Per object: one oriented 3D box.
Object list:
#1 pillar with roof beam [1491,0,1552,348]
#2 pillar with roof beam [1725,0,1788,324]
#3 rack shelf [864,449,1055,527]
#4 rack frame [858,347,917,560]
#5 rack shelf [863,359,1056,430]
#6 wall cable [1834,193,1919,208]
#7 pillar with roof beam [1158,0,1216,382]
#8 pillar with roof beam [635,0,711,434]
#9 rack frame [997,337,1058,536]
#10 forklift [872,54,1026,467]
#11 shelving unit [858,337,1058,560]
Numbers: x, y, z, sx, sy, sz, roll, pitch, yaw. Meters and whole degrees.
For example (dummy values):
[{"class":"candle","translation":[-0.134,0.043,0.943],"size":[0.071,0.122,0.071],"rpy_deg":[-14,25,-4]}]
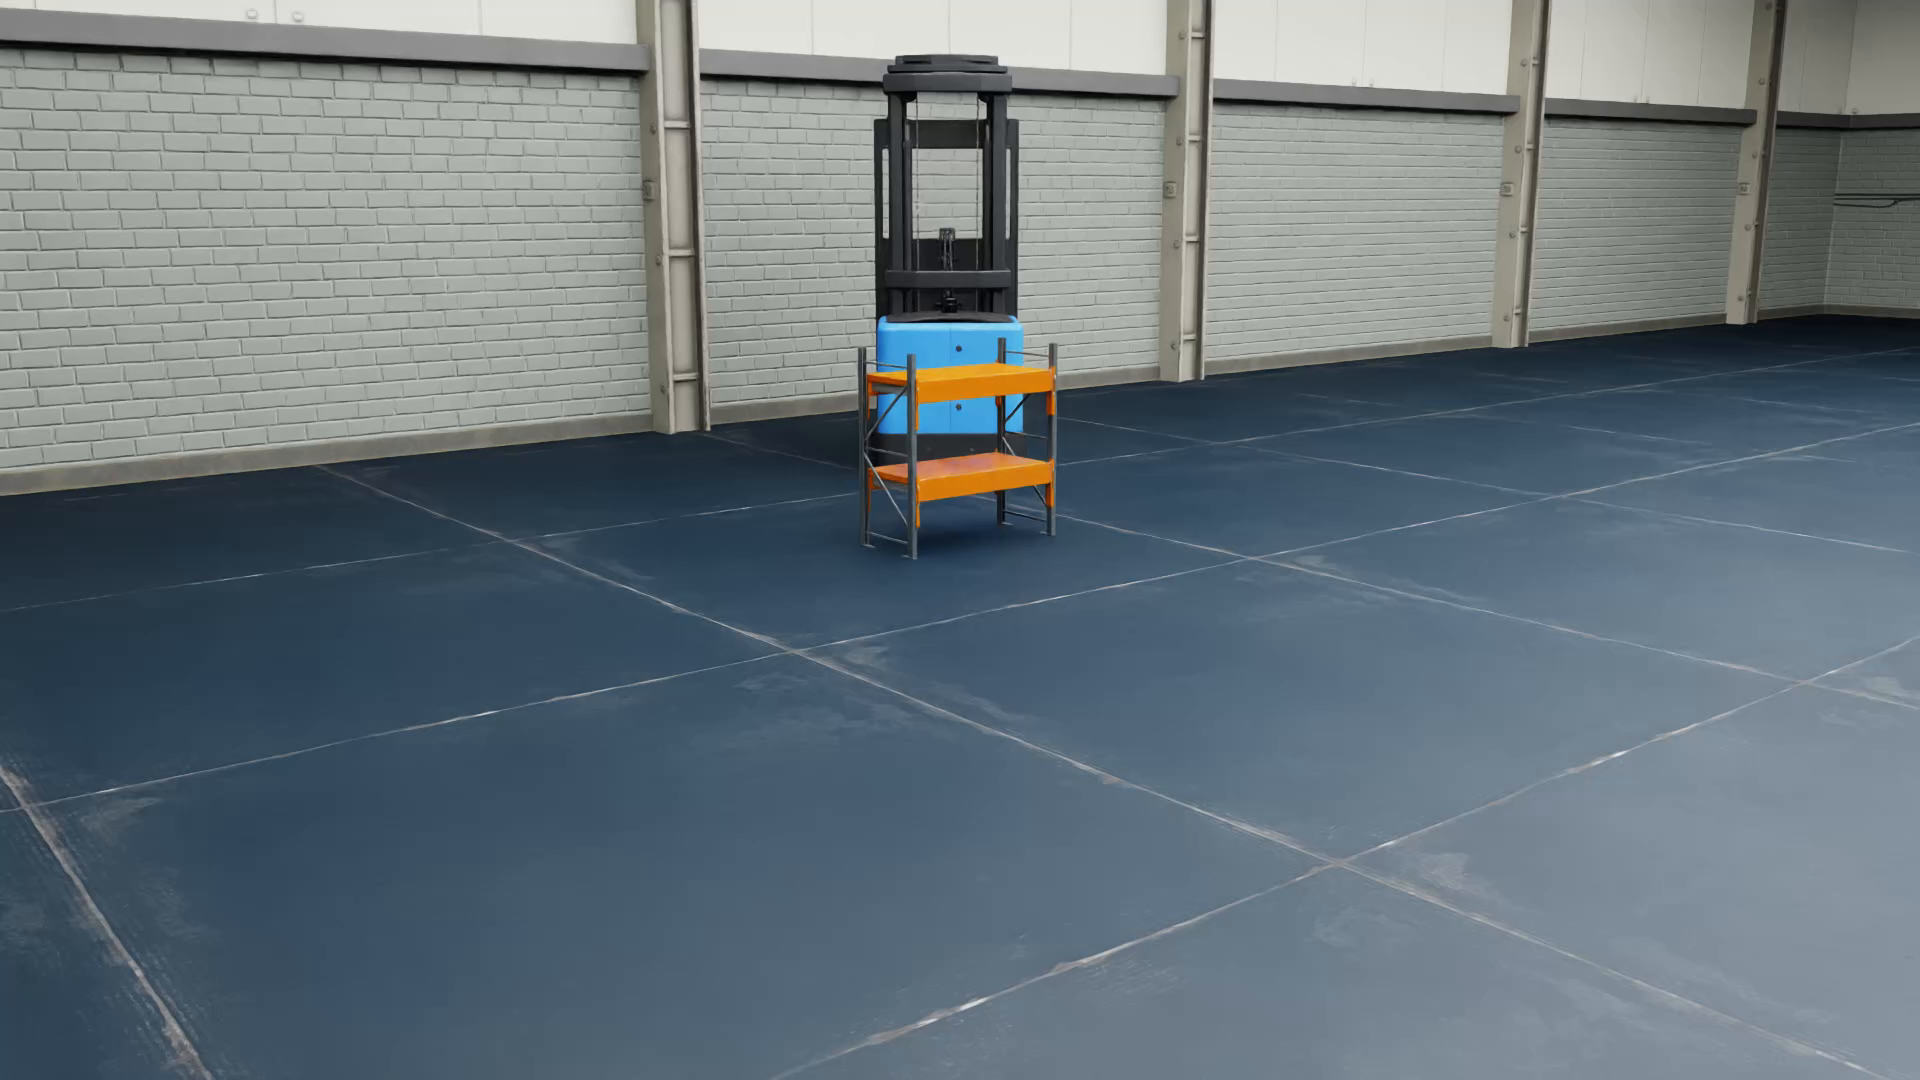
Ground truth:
[{"class":"pillar with roof beam","translation":[9.719,-6.183,17.080],"size":[0.400,9.000,9.100],"rpy_deg":[-9,15,-38]},{"class":"pillar with roof beam","translation":[14.405,-6.961,20.747],"size":[0.400,9.000,9.100],"rpy_deg":[-9,15,-38]},{"class":"rack shelf","translation":[-0.005,-0.310,9.559],"size":[1.000,0.278,0.538],"rpy_deg":[-9,15,-38]},{"class":"rack frame","translation":[-0.402,-0.483,9.197],"size":[0.032,1.125,0.500],"rpy_deg":[-9,15,-38]},{"class":"rack shelf","translation":[-0.005,-0.836,9.447],"size":[1.000,0.278,0.538],"rpy_deg":[-9,15,-38]},{"class":"wall cable","translation":[14.842,-6.308,25.148],"size":[0.112,2.526,3.097],"rpy_deg":[-9,15,-38]},{"class":"pillar with roof beam","translation":[5.034,-5.404,13.414],"size":[0.400,9.000,9.100],"rpy_deg":[-9,15,-38]},{"class":"pillar with roof beam","translation":[0.349,-4.626,9.747],"size":[0.400,9.000,9.100],"rpy_deg":[-9,15,-38]},{"class":"rack frame","translation":[0.392,-0.615,9.818],"size":[0.032,1.125,0.500],"rpy_deg":[-9,15,-38]},{"class":"forklift","translation":[-0.111,-2.187,12.874],"size":[1.130,2.935,3.031],"rpy_deg":[0,12,-2]},{"class":"shelving unit","translation":[-0.005,-0.549,9.508],"size":[1.048,1.125,0.538],"rpy_deg":[-9,15,-38]}]
